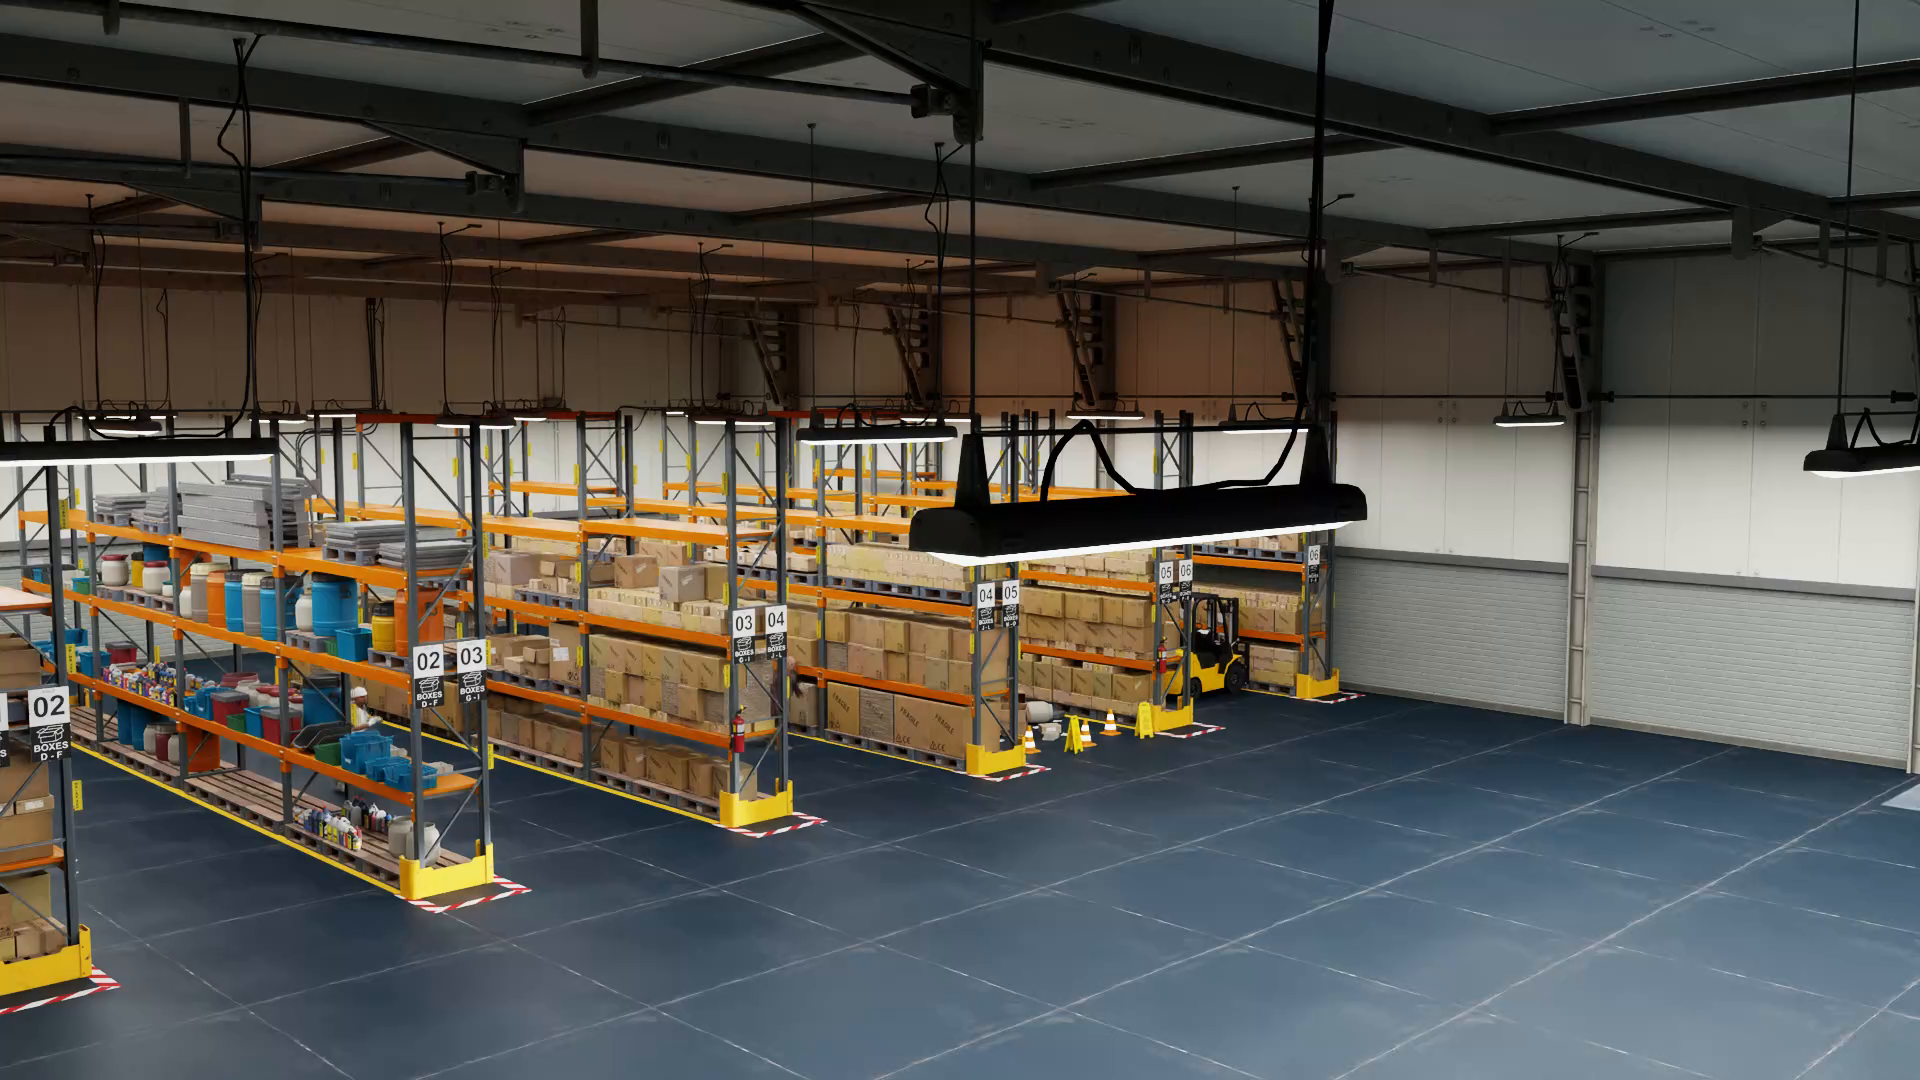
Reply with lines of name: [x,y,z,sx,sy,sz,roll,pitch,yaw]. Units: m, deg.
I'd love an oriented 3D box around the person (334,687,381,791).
person: [-9.578,3.183,26.374,0.883,1.735,0.640,0,5,5]

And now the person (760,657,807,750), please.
person: [-3.206,2.904,29.763,0.936,1.693,0.734,2,5,21]
